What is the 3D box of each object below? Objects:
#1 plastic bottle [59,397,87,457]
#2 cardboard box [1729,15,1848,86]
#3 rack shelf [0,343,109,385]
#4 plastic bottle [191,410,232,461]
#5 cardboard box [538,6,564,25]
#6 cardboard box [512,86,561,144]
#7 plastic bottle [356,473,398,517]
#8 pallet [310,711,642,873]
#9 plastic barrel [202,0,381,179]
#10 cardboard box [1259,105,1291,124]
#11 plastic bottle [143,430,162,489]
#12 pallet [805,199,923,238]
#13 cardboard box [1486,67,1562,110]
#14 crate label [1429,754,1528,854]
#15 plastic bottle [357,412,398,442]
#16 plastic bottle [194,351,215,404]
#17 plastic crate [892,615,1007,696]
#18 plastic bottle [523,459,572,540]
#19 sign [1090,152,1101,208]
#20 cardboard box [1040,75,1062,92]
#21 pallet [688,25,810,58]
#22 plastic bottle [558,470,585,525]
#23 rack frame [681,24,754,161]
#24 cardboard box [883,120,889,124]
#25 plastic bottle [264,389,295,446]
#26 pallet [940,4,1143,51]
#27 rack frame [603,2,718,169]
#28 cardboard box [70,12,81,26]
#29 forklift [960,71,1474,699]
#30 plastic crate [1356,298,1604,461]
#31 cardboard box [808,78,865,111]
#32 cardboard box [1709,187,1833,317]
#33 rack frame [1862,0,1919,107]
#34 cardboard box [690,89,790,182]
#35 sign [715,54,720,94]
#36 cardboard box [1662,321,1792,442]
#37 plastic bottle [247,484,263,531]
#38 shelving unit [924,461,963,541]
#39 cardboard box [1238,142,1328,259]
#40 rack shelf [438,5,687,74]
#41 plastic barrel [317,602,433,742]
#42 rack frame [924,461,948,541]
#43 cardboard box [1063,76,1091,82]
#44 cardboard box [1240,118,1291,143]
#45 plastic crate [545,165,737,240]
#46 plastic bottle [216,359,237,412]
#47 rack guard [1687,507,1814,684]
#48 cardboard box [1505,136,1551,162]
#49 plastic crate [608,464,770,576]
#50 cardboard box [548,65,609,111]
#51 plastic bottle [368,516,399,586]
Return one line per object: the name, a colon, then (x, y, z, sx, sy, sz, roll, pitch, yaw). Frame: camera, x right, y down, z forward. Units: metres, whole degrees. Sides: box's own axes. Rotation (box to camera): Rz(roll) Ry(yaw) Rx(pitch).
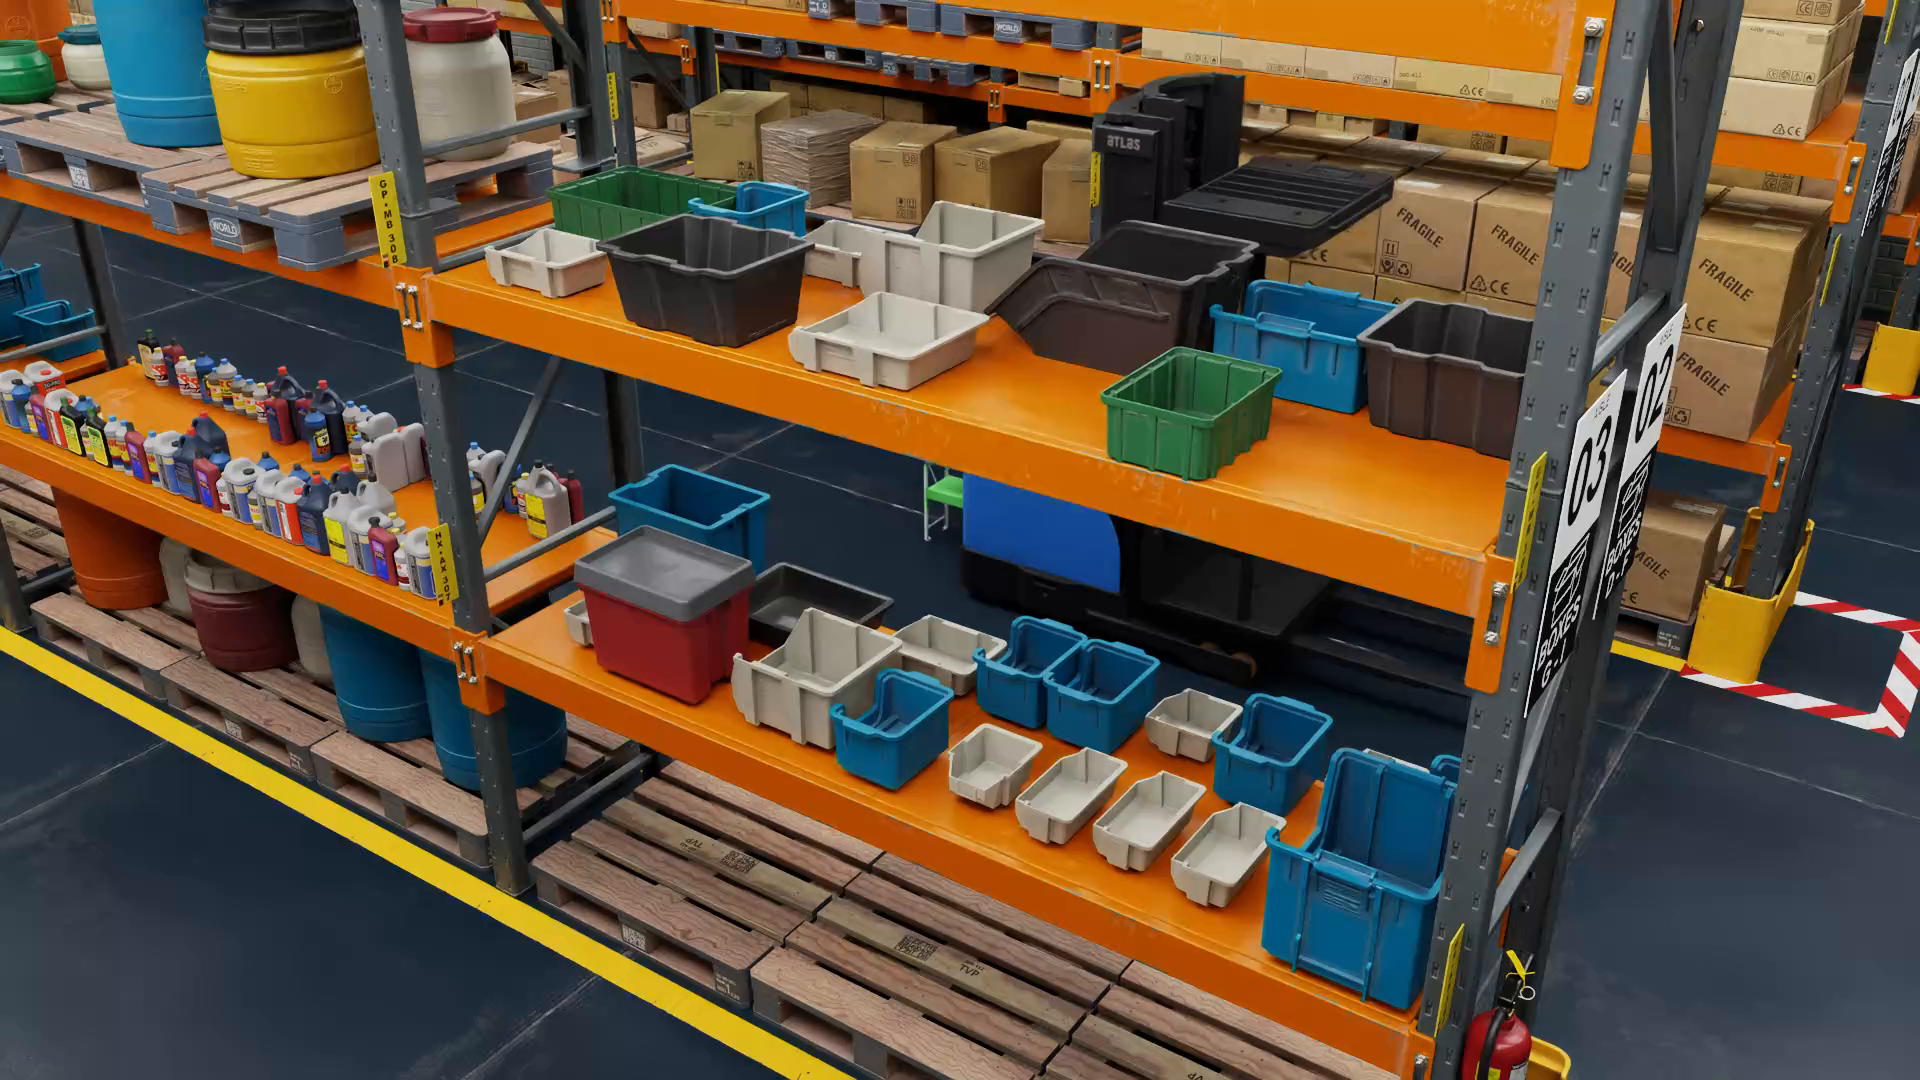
plastic bottle: (-4.349, -0.558, 8.167, 0.133, 0.283, 0.061, 17, 32, 30)
cardboard box: (3.846, -2.338, 7.844, 0.500, 0.250, 0.500, 17, 32, 30)
rack shelf: (-6.637, -1.205, 10.103, 4.000, 0.370, 1.077, 17, 32, 30)
plastic bottle: (-3.567, -0.451, 7.883, 0.185, 0.351, 0.144, 17, 32, 30)
cardboard box: (-4.483, -6.076, 19.026, 0.500, 0.250, 0.500, 18, 32, 31)
cardboard box: (-3.573, -3.332, 13.380, 0.500, 0.500, 0.500, 15, 31, 28)
plastic bottle: (-2.552, -0.130, 7.253, 0.185, 0.351, 0.144, 17, 32, 30)
pallet: (-2.304, 1.044, 7.965, 1.213, 0.211, 1.003, 17, 32, 30)
plastic barrel: (-2.558, -1.751, 6.406, 0.600, 0.588, 0.600, 0, 27, 0)
cardboard box: (2.819, -3.752, 14.570, 0.250, 0.149, 0.380, 17, 32, 30)
plastic bottle: (-3.782, -0.386, 7.843, 0.097, 0.271, 0.097, 0, 27, 0)
pallet: (-0.575, -2.280, 11.634, 1.213, 0.211, 1.003, 17, 32, 30)
cardboard box: (3.015, -2.368, 8.454, 0.500, 0.250, 0.500, 17, 32, 30)
crate label: (1.589, 0.904, 5.285, 0.303, 0.233, 0.416, 17, 32, 30)
plastic bottle: (-2.811, -0.488, 8.039, 0.135, 0.276, 0.152, 17, 32, 30)
plastic bottle: (-3.978, -0.864, 8.783, 0.097, 0.271, 0.097, 0, 27, 0)
plastic crate: (-0.086, 0.441, 6.301, 0.466, 0.136, 0.293, 17, 32, 30)
plastic bottle: (-1.831, -0.185, 7.360, 0.185, 0.351, 0.144, 17, 32, 30)
sign: (0.805, -2.143, 9.878, 0.005, 0.325, 0.100, 17, 32, 30)
cardboard box: (0.964, -4.374, 15.792, 0.250, 0.149, 0.380, 18, 32, 31)
pallet: (-2.129, -5.407, 17.778, 1.213, 0.211, 1.003, 17, 32, 30)
plastic bottle: (-1.752, -0.186, 7.438, 0.133, 0.283, 0.061, 17, 32, 30)
rack frame: (-2.676, -5.743, 18.227, 0.127, 3.000, 1.000, 17, 32, 30)
cardboard box: (-0.787, -4.256, 17.577, 0.500, 0.500, 0.700, 17, 32, 30)
plastic bottle: (-3.400, -0.621, 8.291, 0.133, 0.283, 0.061, 17, 32, 30)
pallet: (0.619, -3.282, 10.293, 1.003, 0.211, 1.213, 17, 32, 30)
rack frame: (-2.181, -2.863, 12.568, 0.127, 3.000, 1.000, 17, 32, 30)
cardboard box: (-8.354, -5.003, 15.948, 0.250, 0.149, 0.380, 16, 31, 29)
forklift: (1.516, -0.820, 8.631, 3.031, 2.935, 1.130, 16, 31, 29)
plastic crate: (1.446, -0.439, 4.643, 0.590, 0.269, 0.497, 17, 32, 30)
cardboard box: (-1.264, -4.732, 17.686, 0.500, 0.250, 0.500, 16, 31, 29)
cardboard box: (4.197, -1.511, 8.700, 0.500, 0.500, 0.500, 18, 32, 32)
rack frame: (4.414, -3.482, 7.171, 0.127, 3.000, 1.000, 17, 32, 30)
cardboard box: (-1.598, -2.975, 12.215, 0.500, 0.500, 0.700, 7, 28, 13)
sign: (-1.881, -3.549, 12.727, 0.005, 0.325, 0.100, 17, 32, 30)
cardboard box: (3.890, -0.866, 8.535, 0.500, 0.500, 0.500, 18, 32, 32)
plastic bottle: (-3.138, -0.154, 7.464, 0.097, 0.201, 0.097, 0, 27, 0)
shelving unit: (0.058, -0.513, 9.935, 0.503, 1.200, 0.258, 16, 31, 29)
cardboard box: (1.771, -1.967, 9.596, 0.500, 0.500, 0.500, 16, 31, 29)
rack shelf: (-4.325, -5.936, 19.400, 4.000, 0.370, 1.077, 17, 32, 30)
plastic barrel: (-2.714, 0.435, 7.938, 0.708, 0.901, 0.600, 17, 32, 30)
rack frame: (-0.147, -0.573, 10.053, 0.015, 1.200, 0.240, 16, 31, 29)
cardboard box: (1.303, -4.543, 15.410, 0.500, 0.500, 0.500, 18, 32, 32)
cardboard box: (1.680, -2.293, 10.235, 0.500, 0.500, 0.500, 17, 32, 31)
plastic crate: (-1.171, -1.231, 6.289, 0.662, 0.188, 0.450, 17, 32, 30)
plastic bottle: (-3.817, -0.814, 8.685, 0.097, 0.271, 0.097, 0, 27, 0)
rack guard: (4.351, 0.286, 9.137, 0.348, 0.500, 1.175, 17, 32, 30)
cardboard box: (4.954, -3.487, 13.465, 0.700, 0.700, 0.980, 16, 31, 29)
plastic crate: (-1.113, -0.012, 6.918, 0.575, 0.384, 0.392, 17, 32, 30)
cardboard box: (-4.408, -5.287, 19.603, 0.500, 0.500, 0.700, 15, 31, 27)
plastic bottle: (-2.416, 0.045, 6.984, 0.133, 0.283, 0.061, 17, 32, 30)
